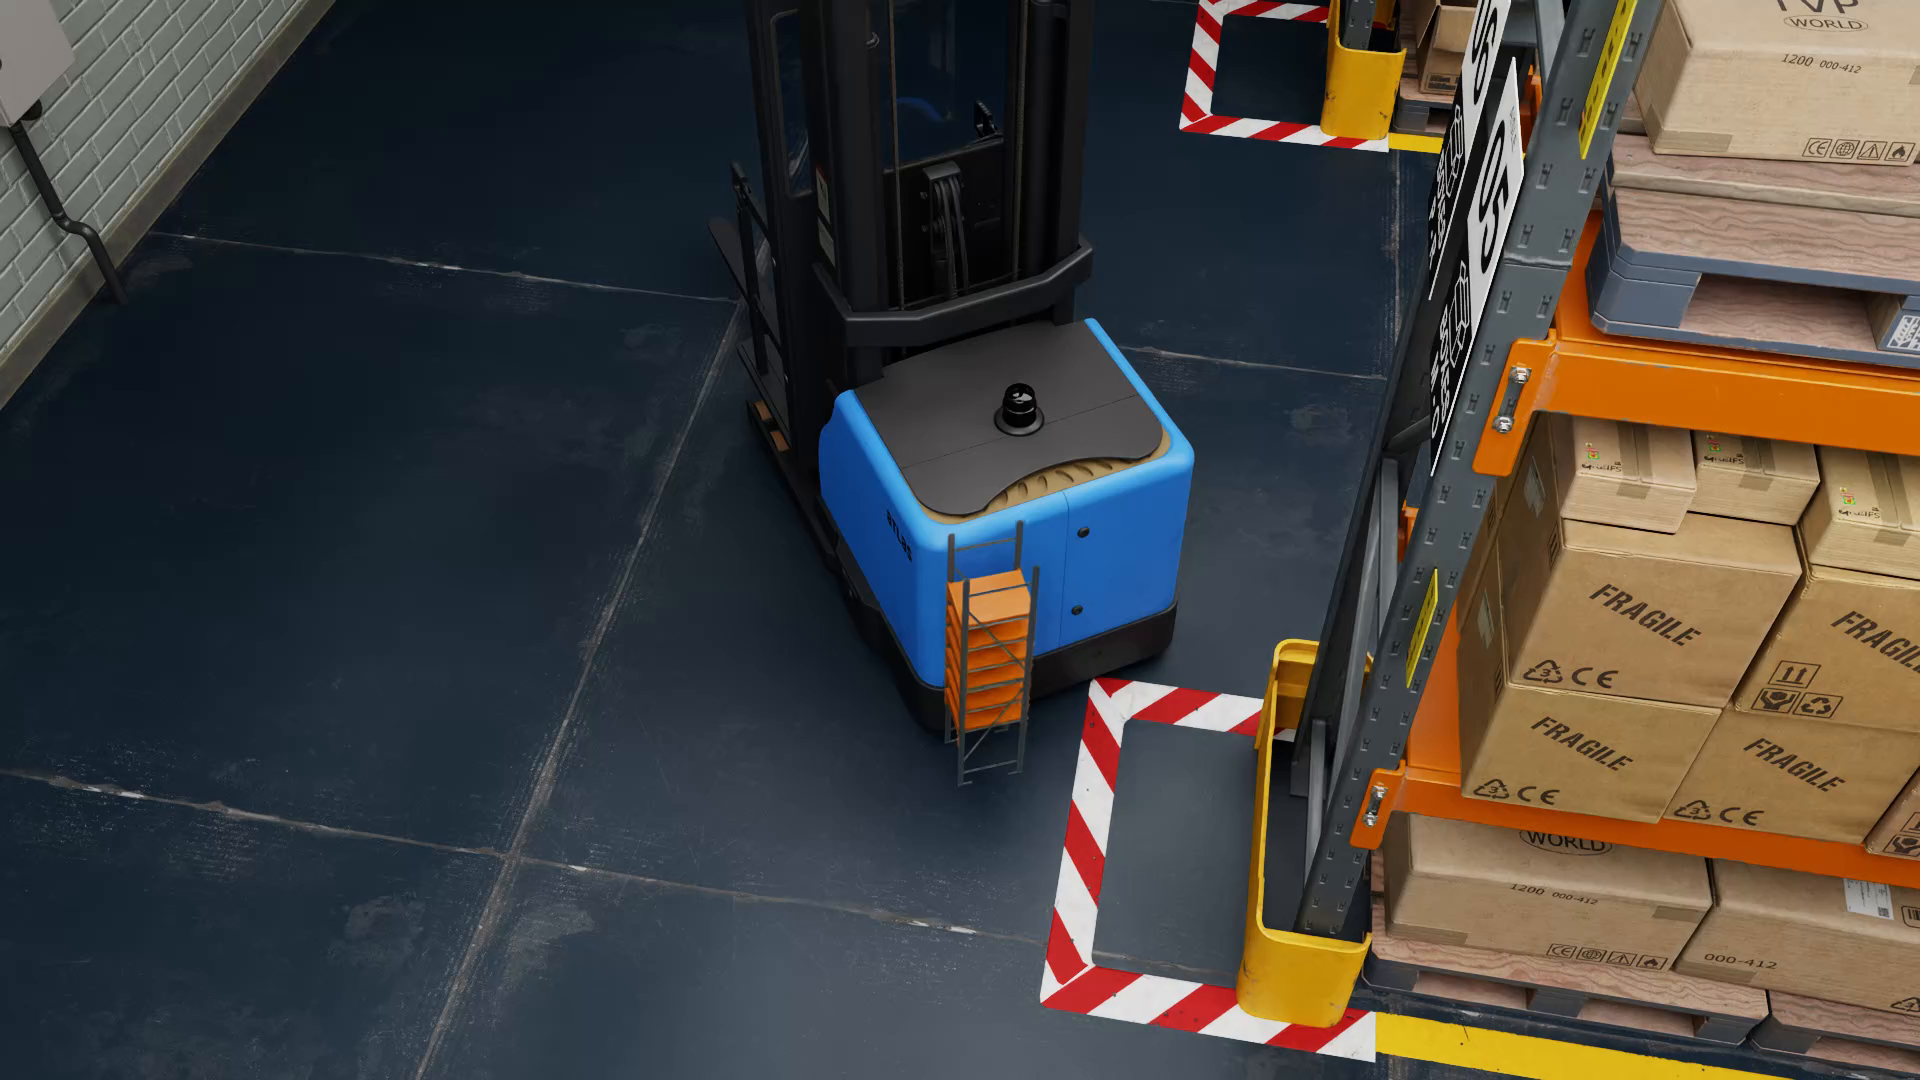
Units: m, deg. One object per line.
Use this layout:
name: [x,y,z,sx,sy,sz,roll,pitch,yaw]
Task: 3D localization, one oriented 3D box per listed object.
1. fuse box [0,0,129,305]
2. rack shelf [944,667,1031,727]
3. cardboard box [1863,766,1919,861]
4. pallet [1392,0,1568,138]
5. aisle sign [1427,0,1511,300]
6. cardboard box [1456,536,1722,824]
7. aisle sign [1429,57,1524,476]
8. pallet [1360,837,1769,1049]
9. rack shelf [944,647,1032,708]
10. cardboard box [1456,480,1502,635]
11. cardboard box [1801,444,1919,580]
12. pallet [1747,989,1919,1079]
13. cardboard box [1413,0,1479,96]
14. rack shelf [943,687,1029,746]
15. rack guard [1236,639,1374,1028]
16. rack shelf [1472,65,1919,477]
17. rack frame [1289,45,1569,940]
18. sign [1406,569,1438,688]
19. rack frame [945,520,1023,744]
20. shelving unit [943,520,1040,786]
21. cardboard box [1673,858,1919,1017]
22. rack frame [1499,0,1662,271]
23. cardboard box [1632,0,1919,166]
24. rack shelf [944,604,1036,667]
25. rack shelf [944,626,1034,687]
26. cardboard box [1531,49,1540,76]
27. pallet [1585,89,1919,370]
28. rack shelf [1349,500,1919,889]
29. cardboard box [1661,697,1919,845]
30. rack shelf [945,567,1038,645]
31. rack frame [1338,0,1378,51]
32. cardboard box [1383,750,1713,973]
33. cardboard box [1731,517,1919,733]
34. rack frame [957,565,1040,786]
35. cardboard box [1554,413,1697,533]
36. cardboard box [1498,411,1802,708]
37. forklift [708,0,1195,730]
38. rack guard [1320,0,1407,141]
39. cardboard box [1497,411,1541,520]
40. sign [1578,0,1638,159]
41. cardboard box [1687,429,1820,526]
fuse box: [-3.854,-1.697,7.097,0.414,1.711,0.539,8,49,7]
rack shelf: [0.091,0.511,5.670,0.258,0.103,0.180,-11,52,-10]
cardboard box: [2.603,0.487,4.201,0.500,0.500,0.500,7,48,7]
pallet: [2.920,-2.467,8.797,1.213,0.211,1.003,8,49,7]
aisle sign: [1.166,-0.986,3.844,0.004,0.787,0.394,8,49,7]
cardboard box: [1.603,0.360,4.315,0.500,0.500,0.500,7,48,7]
aisle sign: [1.059,-0.547,3.449,0.004,0.787,0.394,8,49,7]
pallet: [1.983,1.100,5.592,1.213,0.211,1.003,8,49,7]
rack shelf: [0.093,0.436,5.577,0.258,0.103,0.180,-11,52,-10]
cardboard box: [1.704,-0.044,4.678,0.500,0.500,0.500,8,49,7]
cardboard box: [1.988,-0.114,3.633,0.250,0.149,0.380,9,49,8]
pallet: [3.180,1.263,5.445,1.213,0.211,1.003,8,49,7]
cardboard box: [2.646,-2.670,8.501,0.637,0.503,0.797,6,48,5]
rack shelf: [0.089,0.587,5.764,0.258,0.103,0.180,-11,52,-10]
rack guard: [1.158,0.952,5.531,0.348,0.500,1.175,8,49,7]
rack shelf: [3.150,-0.378,3.512,4.000,0.370,1.077,8,49,7]
rack frame: [1.182,0.119,4.598,0.127,3.000,1.000,8,49,7]
sign: [1.077,0.209,3.882,0.005,0.325,0.100,8,49,7]
rack frame: [0.070,0.339,5.598,0.240,1.200,0.006,-11,52,-10]
shelving unit: [0.093,0.408,5.542,0.258,1.200,0.189,-11,52,-10]
cardboard box: [2.751,0.964,5.279,0.875,0.438,0.875,9,49,8]
rack frame: [1.182,-1.886,2.367,0.127,3.000,1.000,8,49,7]
cardboard box: [1.641,-1.013,3.350,0.500,0.250,0.500,4,48,3]
rack shelf: [0.096,0.285,5.390,0.258,0.103,0.180,-11,52,-10]
rack shelf: [0.095,0.361,5.484,0.258,0.103,0.180,-11,52,-10]
cardboard box: [3.057,-2.467,8.556,0.250,0.149,0.380,6,48,5]
pallet: [1.914,-0.763,3.434,1.213,0.211,1.003,8,49,7]
rack shelf: [3.150,0.624,4.628,4.000,0.370,1.077,8,49,7]
cardboard box: [2.106,0.406,4.273,0.500,0.500,0.500,7,48,6]
rack shelf: [0.098,0.210,5.297,0.258,0.103,0.180,-11,52,-10]
rack frame: [2.061,-3.514,7.863,0.127,3.000,1.000,8,49,7]
cardboard box: [1.849,0.850,5.382,0.875,0.438,0.875,6,48,6]
cardboard box: [2.113,0.087,3.888,0.500,0.500,0.500,6,48,6]
rack frame: [0.116,0.477,5.487,0.240,1.200,0.006,-11,52,-10]
cardboard box: [1.482,-0.215,3.723,0.250,0.149,0.380,9,49,8]
cardboard box: [1.604,0.024,3.945,0.500,0.500,0.500,7,48,6]
forklift: [-0.255,-1.406,6.015,1.130,2.935,3.031,-18,51,-16]
rack guard: [2.136,-2.669,8.784,0.348,0.500,1.175,8,49,7]
cardboard box: [1.699,-0.359,4.288,0.500,0.500,0.500,9,49,8]
sign: [1.077,-0.796,2.763,0.005,0.325,0.100,8,49,7]
cardboard box: [1.753,-0.233,3.739,0.250,0.149,0.380,9,49,8]
